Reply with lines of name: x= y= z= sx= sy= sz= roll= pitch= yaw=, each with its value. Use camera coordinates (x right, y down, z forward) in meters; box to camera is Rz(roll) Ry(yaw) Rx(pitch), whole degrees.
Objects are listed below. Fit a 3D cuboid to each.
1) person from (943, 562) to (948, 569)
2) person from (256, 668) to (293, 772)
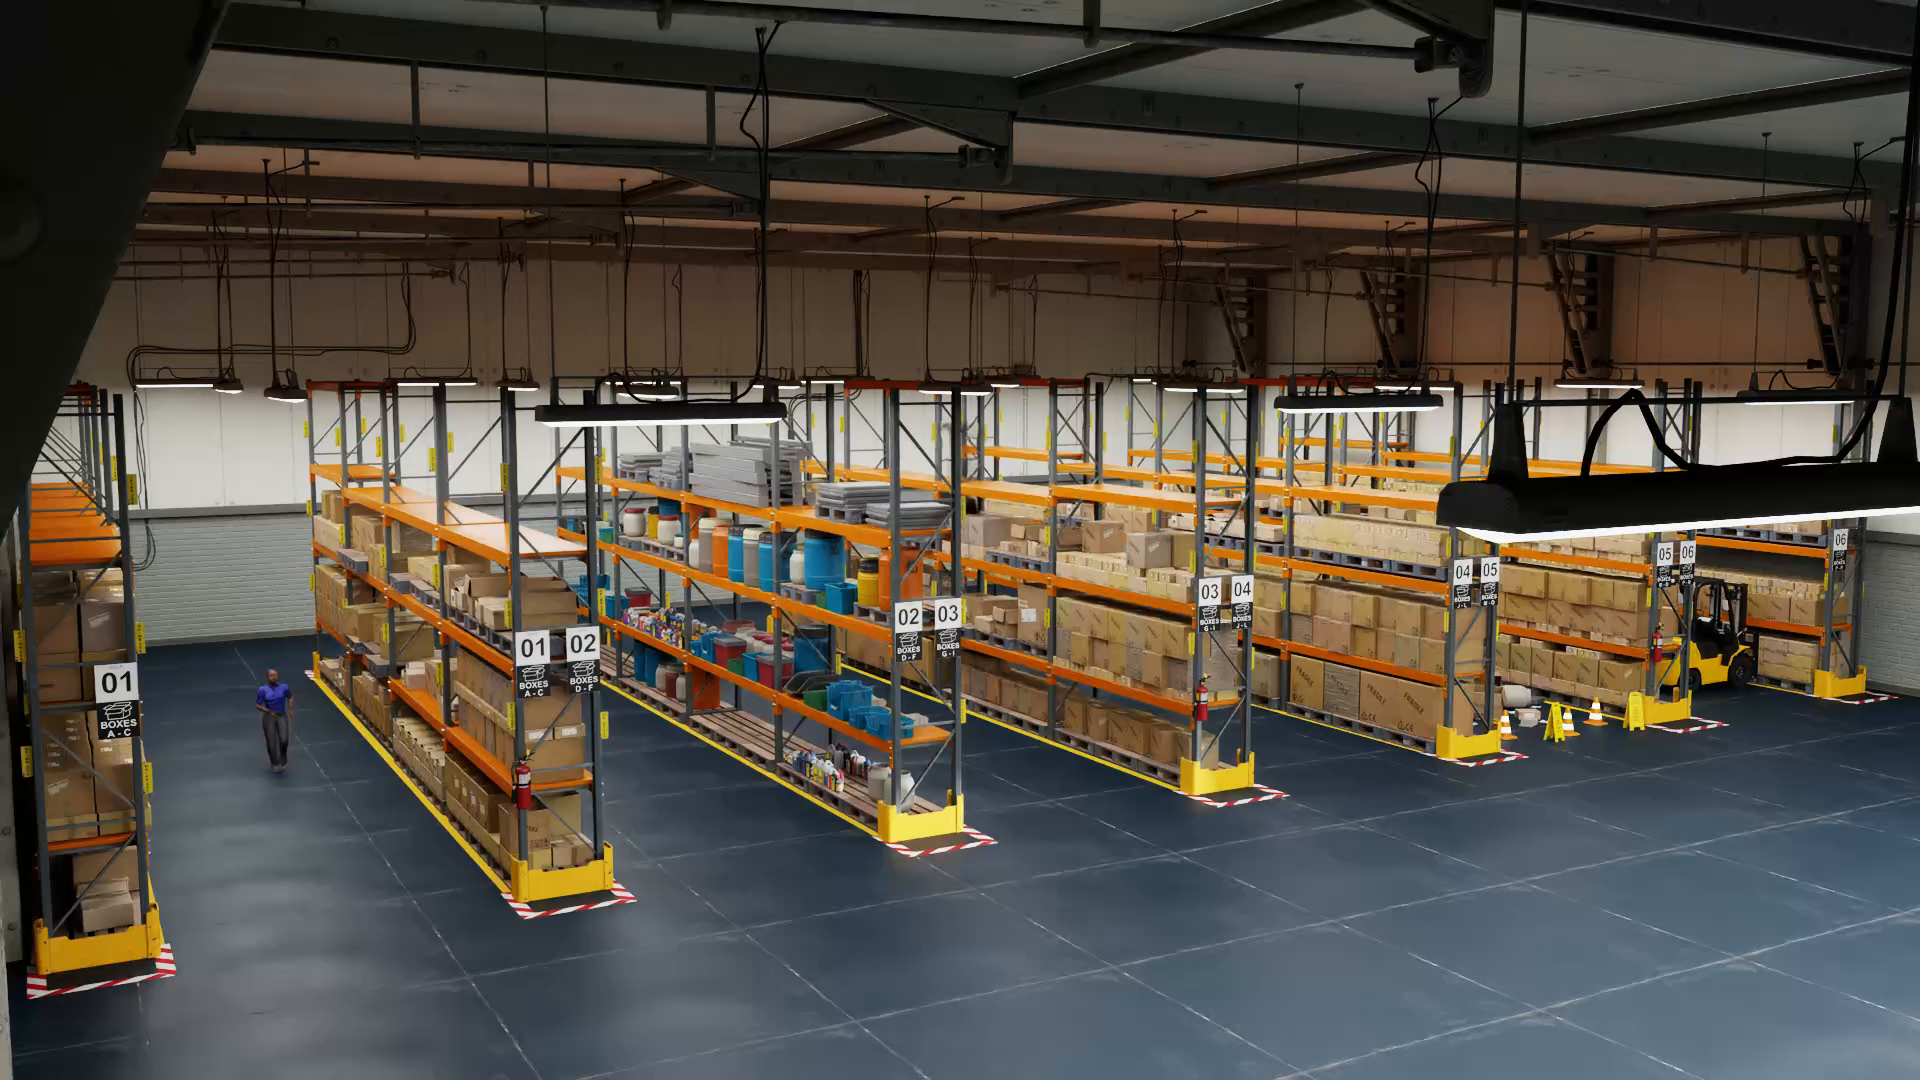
person: x=-0.636 y=1.298 z=39.660 sx=0.754 sy=1.743 sz=1.066 roll=-3 pitch=7 yaw=-28
person: x=-10.574 y=2.800 z=25.722 sx=0.561 sy=1.606 sz=0.562 roll=-3 pitch=7 yaw=-27
